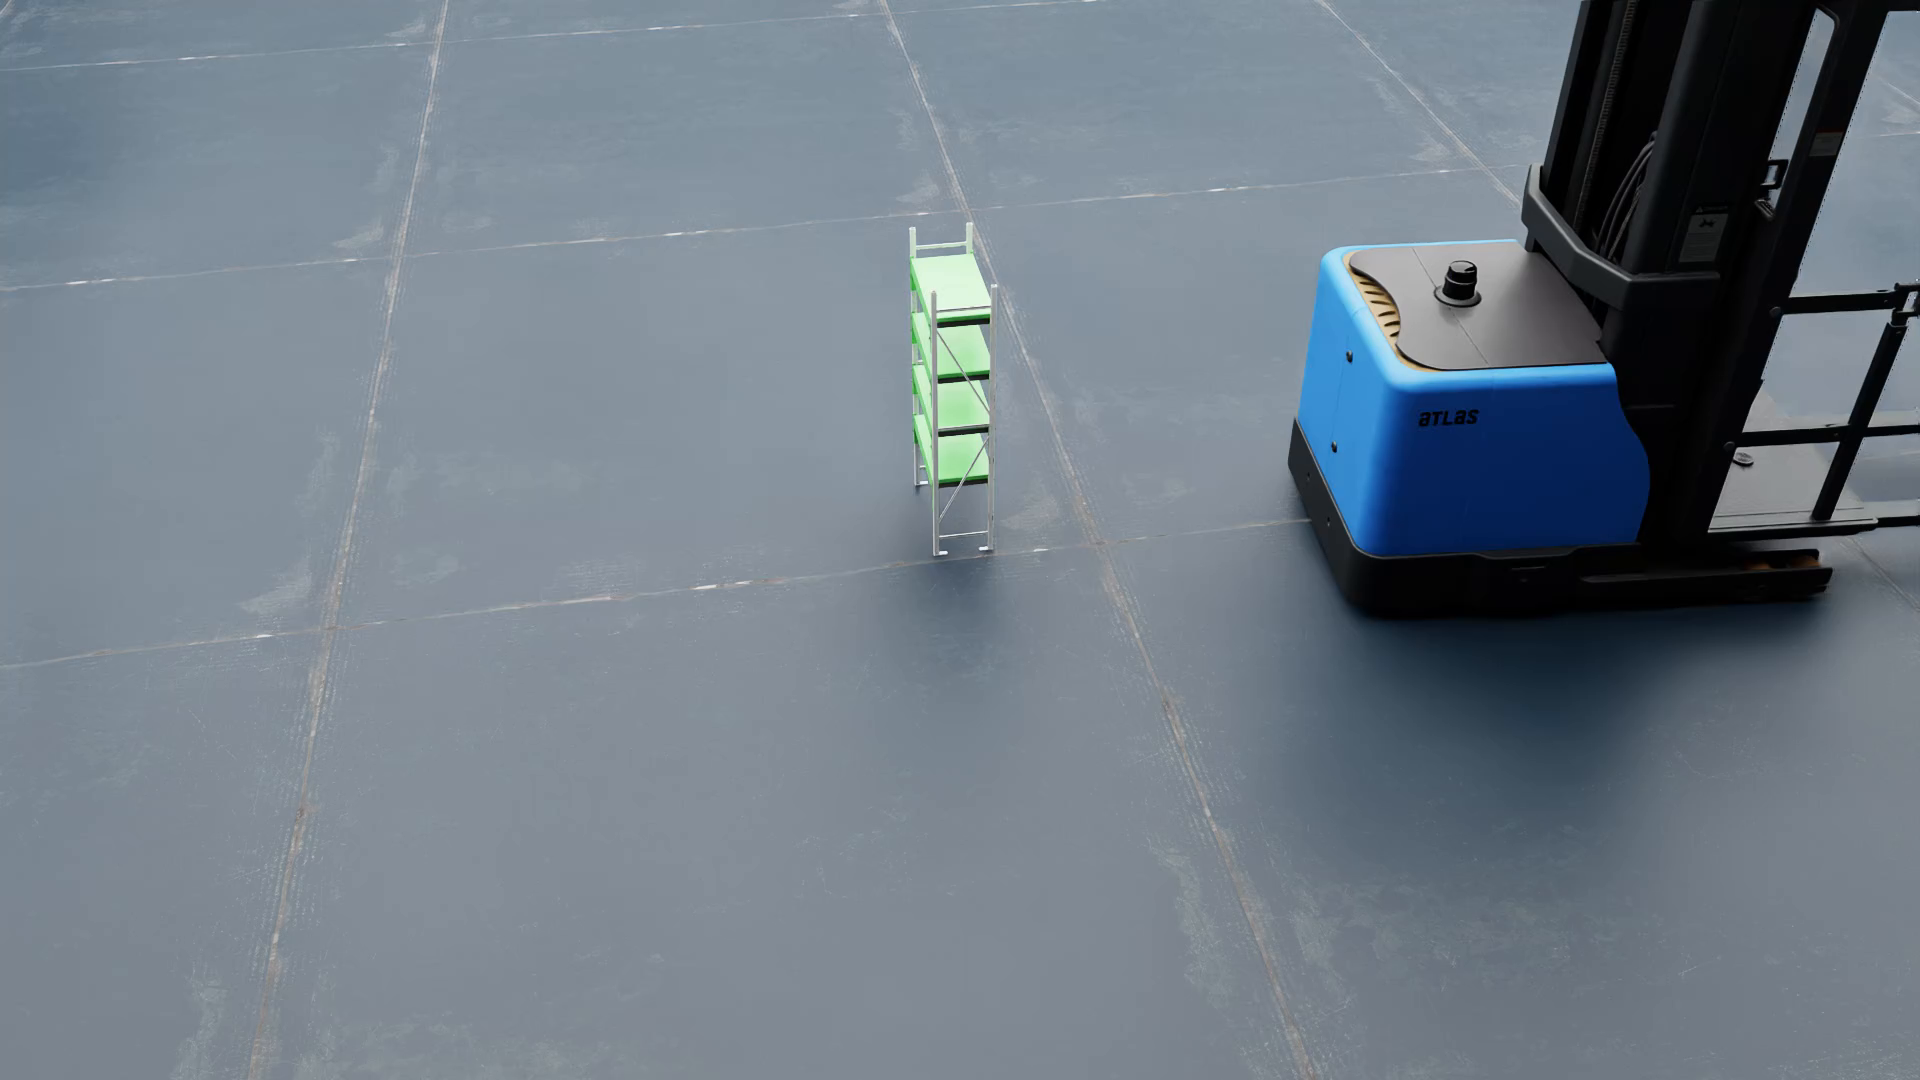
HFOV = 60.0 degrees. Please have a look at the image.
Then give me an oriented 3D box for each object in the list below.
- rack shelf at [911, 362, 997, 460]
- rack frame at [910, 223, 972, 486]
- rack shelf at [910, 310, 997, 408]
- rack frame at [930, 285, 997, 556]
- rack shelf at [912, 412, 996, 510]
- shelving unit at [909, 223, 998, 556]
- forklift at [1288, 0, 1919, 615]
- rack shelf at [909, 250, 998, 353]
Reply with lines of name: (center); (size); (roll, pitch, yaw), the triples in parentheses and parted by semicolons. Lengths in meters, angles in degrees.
rack shelf: (-0.029, -0.523, 6.550); (0.258, 0.148, 0.480); (-6, 38, -8)
rack frame: (-0.072, -0.721, 6.700); (0.240, 1.200, 0.015); (-6, 38, -8)
rack shelf: (-0.029, -0.713, 6.403); (0.258, 0.148, 0.480); (-6, 38, -8)
rack frame: (0.014, -0.426, 6.321); (0.240, 1.200, 0.015); (-6, 38, -8)
rack shelf: (-0.029, -0.334, 6.697); (0.258, 0.148, 0.480); (-6, 38, -8)
shelving unit: (-0.029, -0.574, 6.511); (0.258, 1.200, 0.503); (-6, 38, -8)
forklift: (2.936, -1.243, 5.961); (3.031, 2.935, 1.130); (-3, 38, -4)
rack shelf: (-0.029, -0.902, 6.255); (0.258, 0.148, 0.480); (-6, 38, -8)
